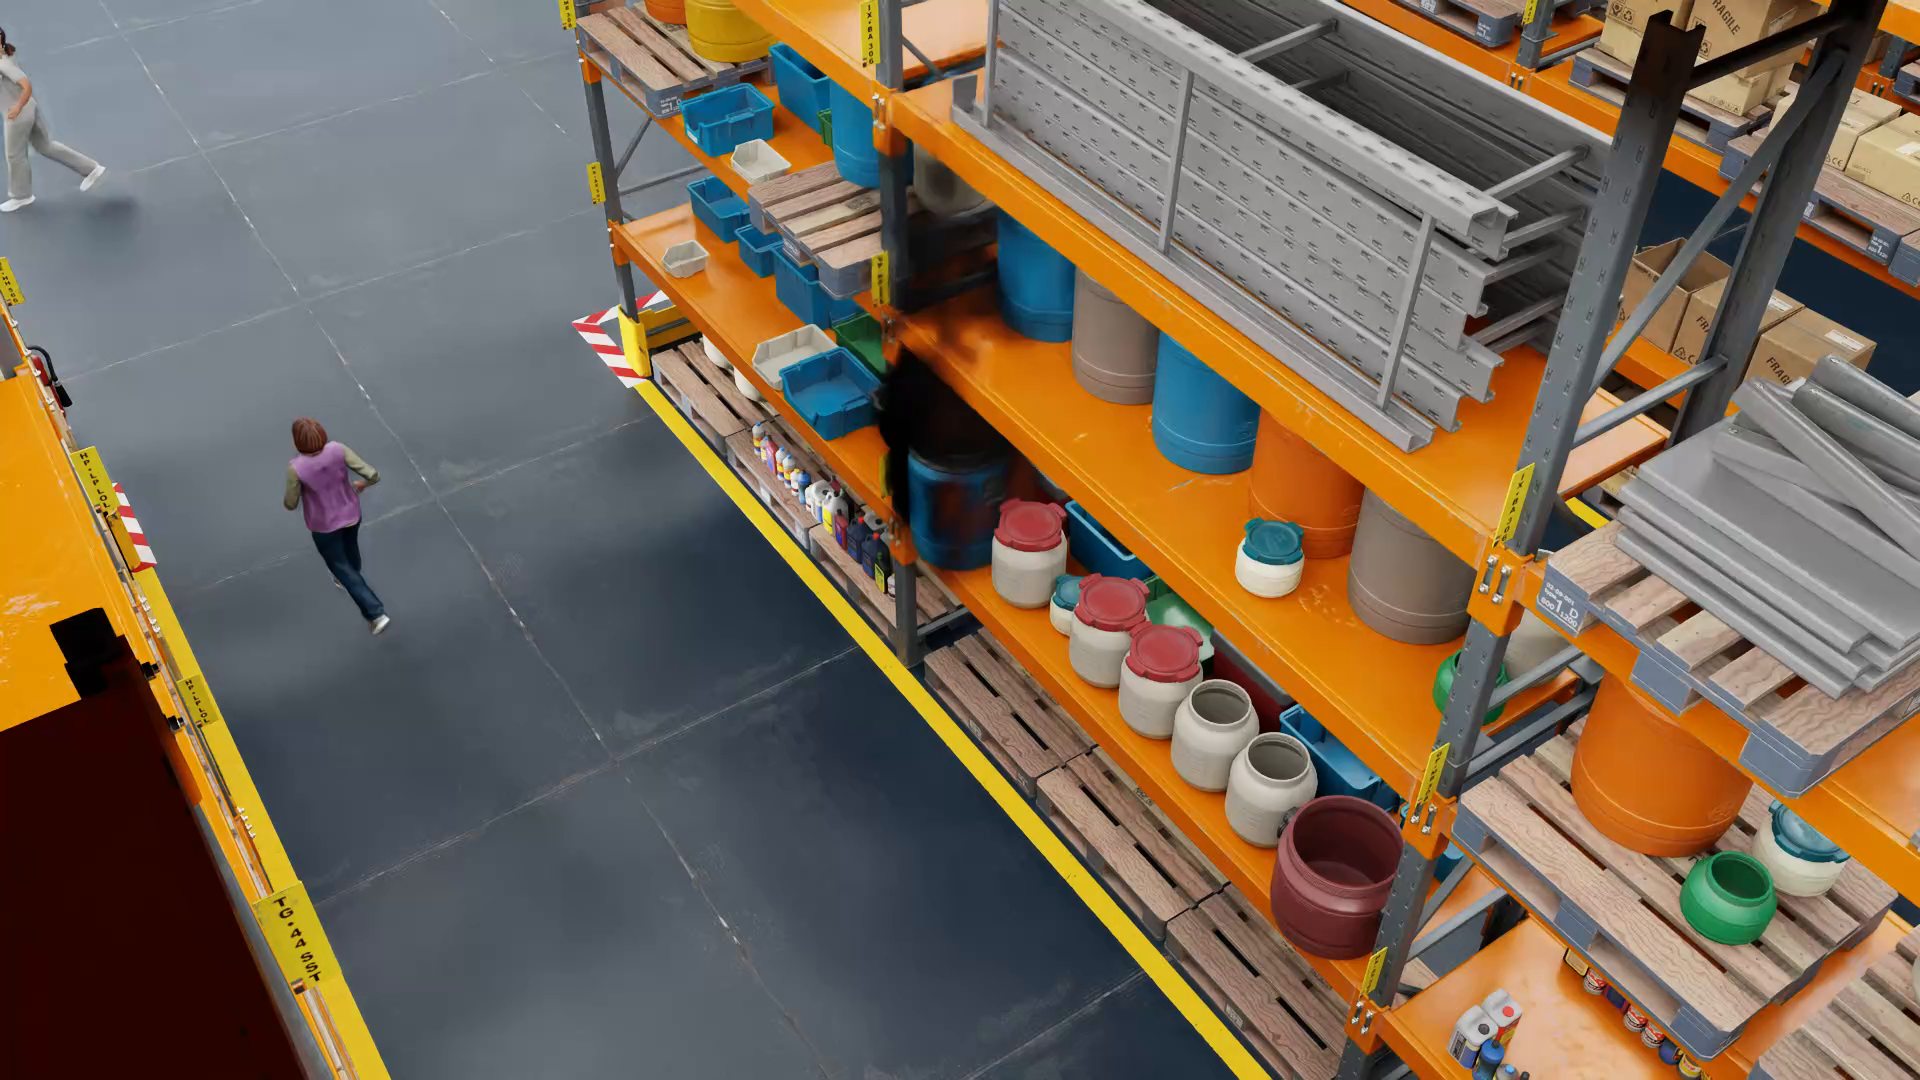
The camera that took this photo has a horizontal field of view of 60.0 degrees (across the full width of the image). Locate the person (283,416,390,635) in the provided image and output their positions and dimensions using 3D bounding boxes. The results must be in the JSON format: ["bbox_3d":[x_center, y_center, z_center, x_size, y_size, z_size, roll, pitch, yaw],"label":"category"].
[{"bbox_3d":[-3.862,-0.134,10.293,0.799,1.588,0.545,33,52,31],"label":"person"}]

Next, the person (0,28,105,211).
[{"bbox_3d":[-8.178,-3.698,14.510,0.951,1.673,0.565,-10,44,-11],"label":"person"}]
